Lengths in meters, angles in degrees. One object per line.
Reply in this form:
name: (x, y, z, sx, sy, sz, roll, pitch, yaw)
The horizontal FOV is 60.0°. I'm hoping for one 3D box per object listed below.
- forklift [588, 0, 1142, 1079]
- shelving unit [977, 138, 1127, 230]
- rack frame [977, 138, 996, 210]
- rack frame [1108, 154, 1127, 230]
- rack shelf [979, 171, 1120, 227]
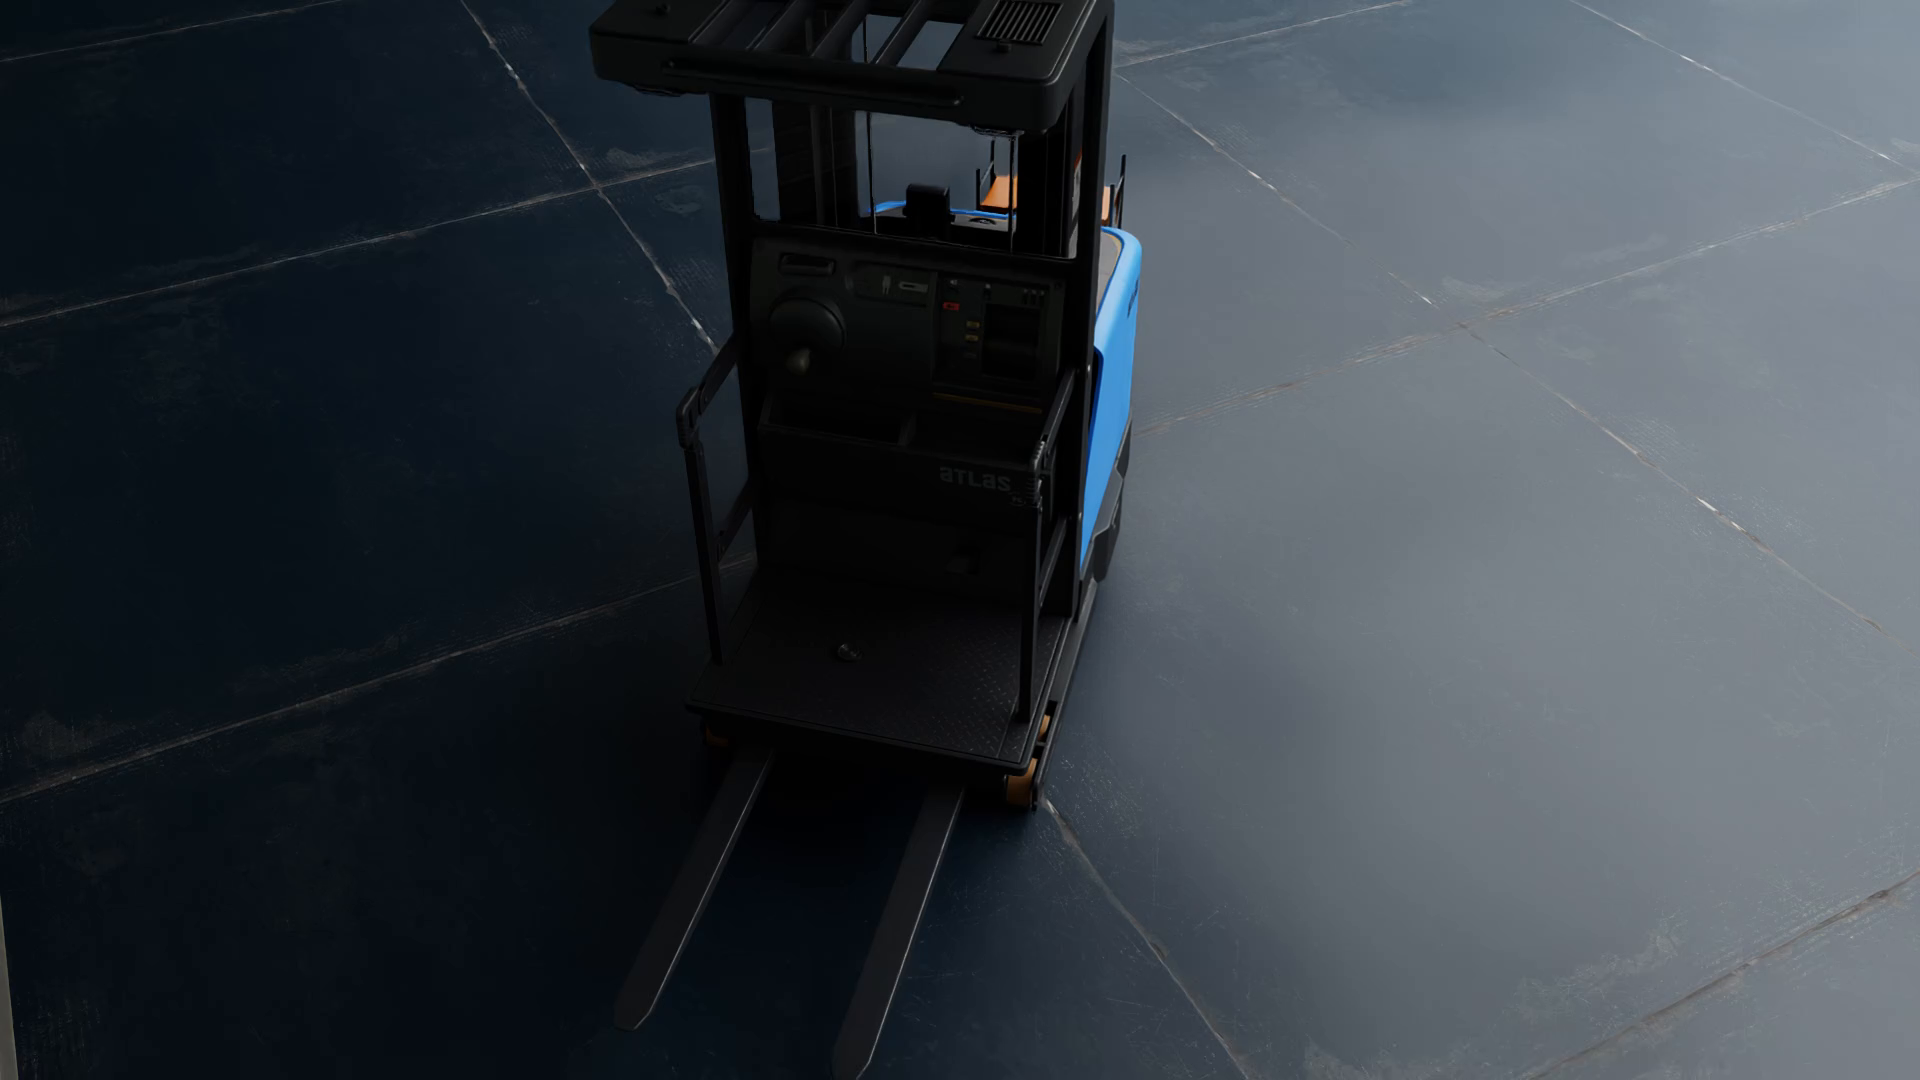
forklift: (-0.211, -0.555, 4.637, 1.130, 2.935, 3.031, 10, 41, 11)
shelving unit: (0.334, -0.913, 6.400, 0.503, 1.200, 0.258, 10, 41, 11)
rack frame: (0.098, -0.953, 6.447, 0.015, 1.200, 0.240, 10, 41, 11)
rack frame: (0.570, -0.873, 6.353, 0.015, 1.200, 0.240, 10, 41, 11)
rack shelf: (0.334, -1.213, 6.146, 0.480, 0.148, 0.258, 10, 41, 11)
